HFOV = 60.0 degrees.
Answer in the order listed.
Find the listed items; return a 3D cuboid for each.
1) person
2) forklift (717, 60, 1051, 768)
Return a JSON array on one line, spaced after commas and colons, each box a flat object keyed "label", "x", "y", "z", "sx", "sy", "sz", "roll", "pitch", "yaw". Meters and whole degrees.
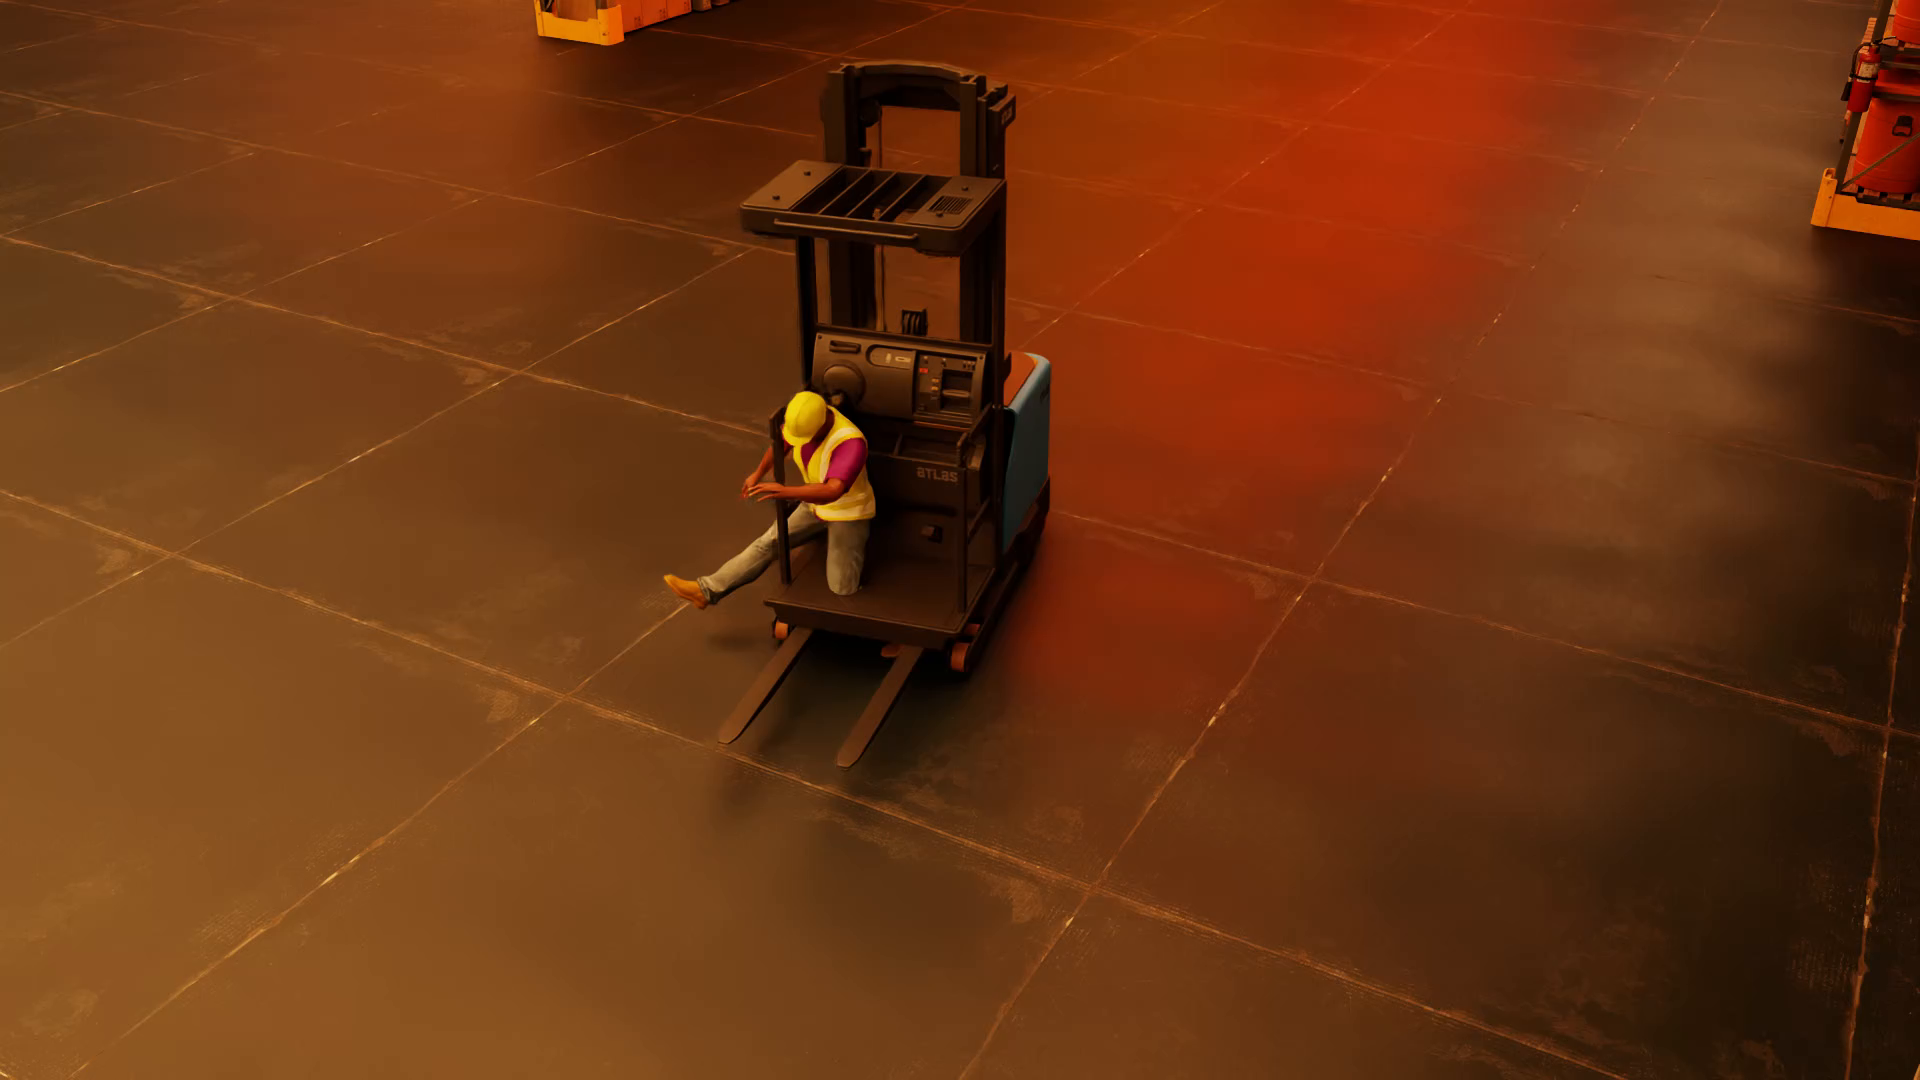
[{"label": "person", "x": -0.902, "y": -0.114, "z": 8.753, "sx": 1.161, "sy": 1.484, "sz": 1.022, "roll": -18, "pitch": 34, "yaw": -28}, {"label": "forklift", "x": -0.381, "y": -0.791, "z": 8.441, "sx": 1.130, "sy": 2.935, "sz": 3.031, "roll": 9, "pitch": 31, "yaw": 15}]
